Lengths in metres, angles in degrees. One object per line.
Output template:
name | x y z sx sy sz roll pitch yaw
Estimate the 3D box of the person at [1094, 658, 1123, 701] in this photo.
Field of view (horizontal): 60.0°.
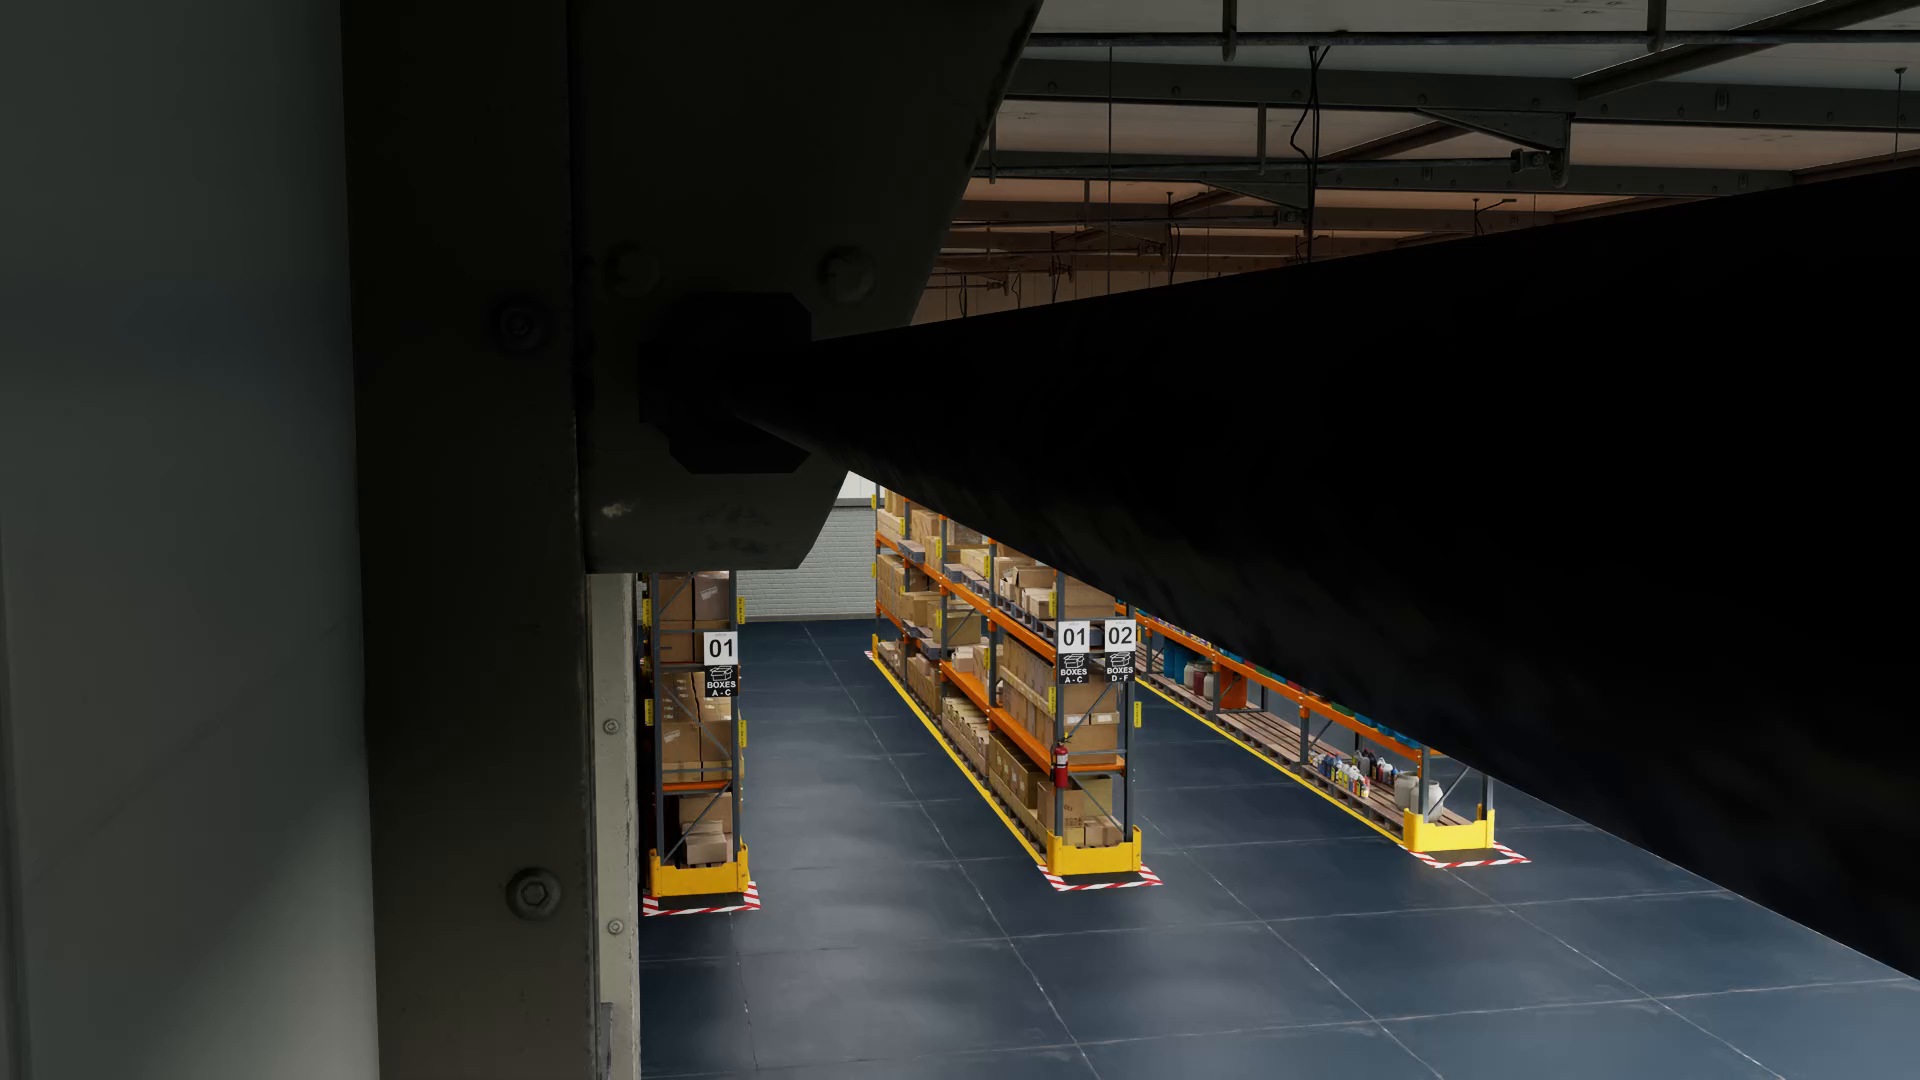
person | 2.362 2.610 27.983 0.761 1.745 0.649 -1 6 -11
